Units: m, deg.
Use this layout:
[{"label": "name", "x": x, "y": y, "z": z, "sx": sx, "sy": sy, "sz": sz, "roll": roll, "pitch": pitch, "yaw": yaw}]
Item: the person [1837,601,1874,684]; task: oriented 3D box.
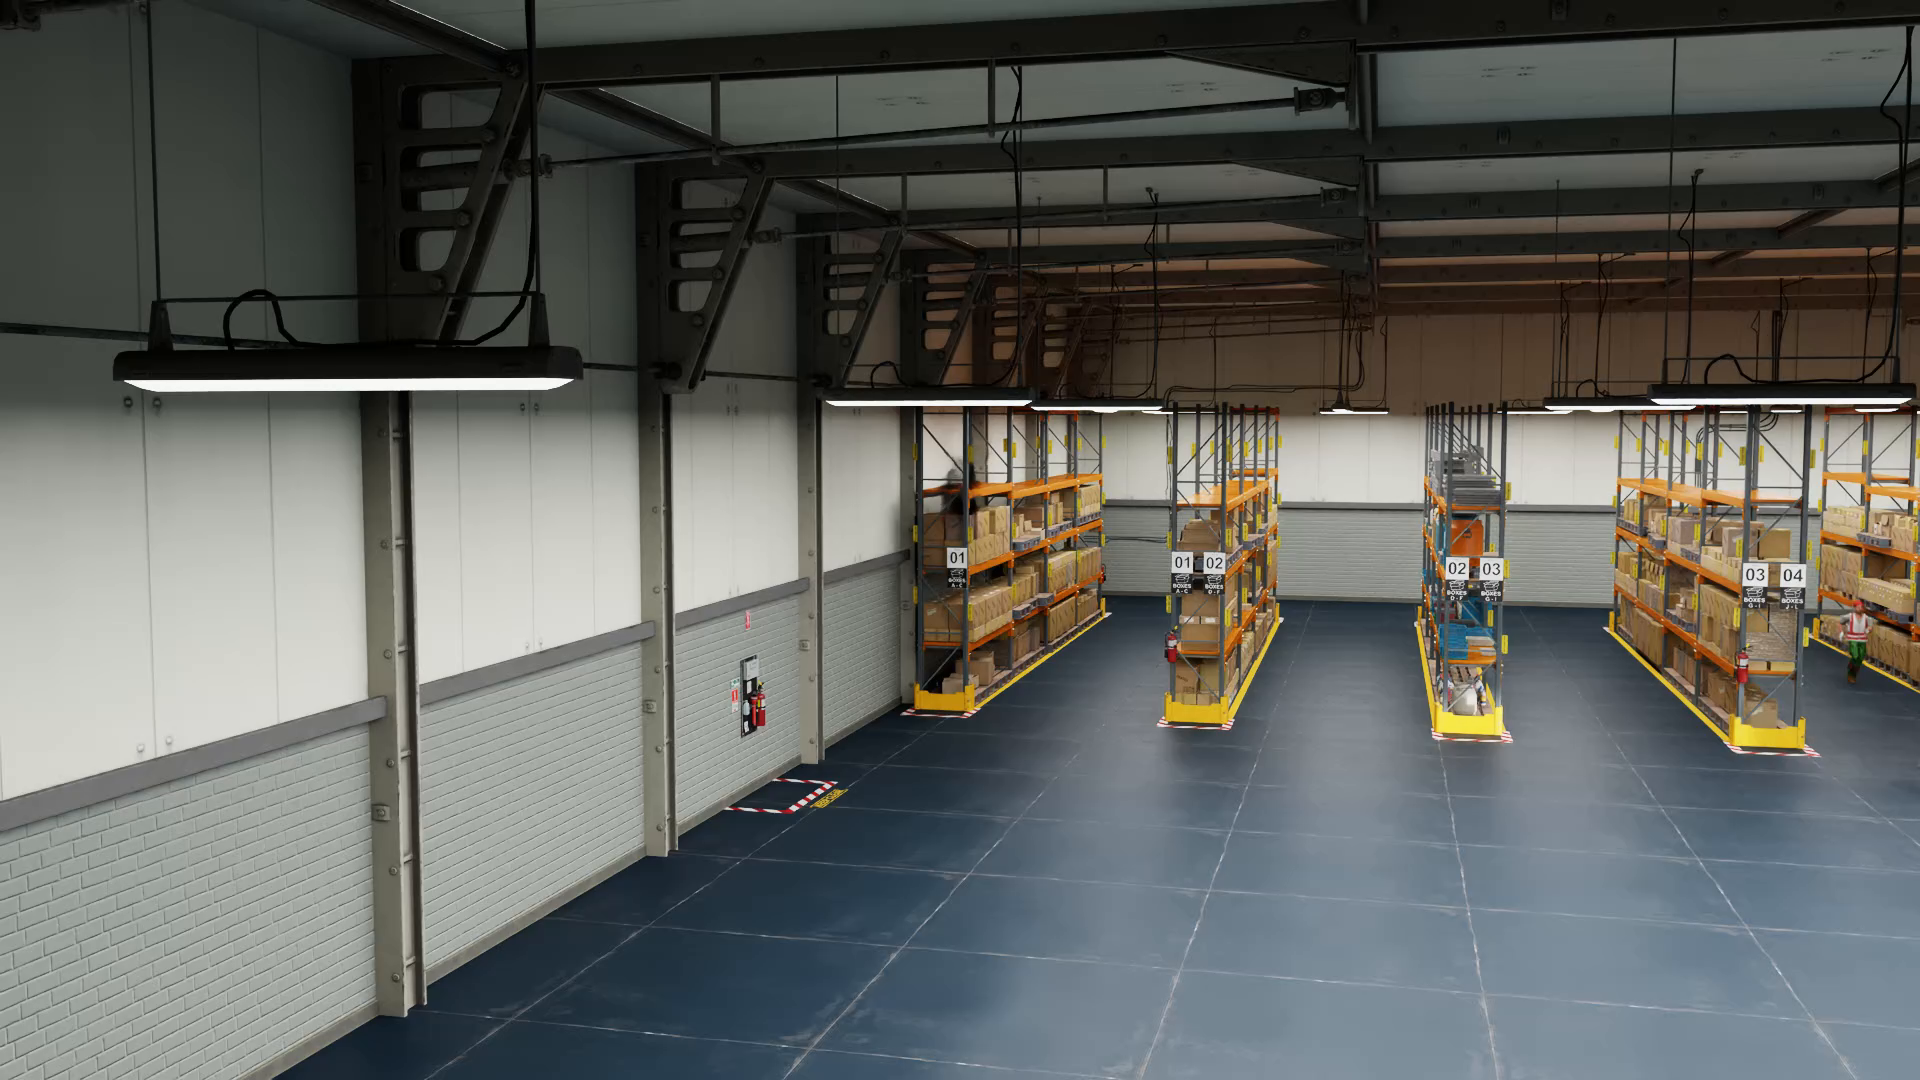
[{"label": "person", "x": 19.223, "y": 2.198, "z": 35.636, "sx": 0.641, "sy": 1.792, "sz": 0.709, "roll": 1, "pitch": 4, "yaw": 8}]

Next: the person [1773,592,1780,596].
[{"label": "person", "x": 21.871, "y": 1.688, "z": 44.204, "sx": 0.608, "sy": 1.559, "sz": 0.688, "roll": -2, "pitch": 5, "yaw": -24}]
